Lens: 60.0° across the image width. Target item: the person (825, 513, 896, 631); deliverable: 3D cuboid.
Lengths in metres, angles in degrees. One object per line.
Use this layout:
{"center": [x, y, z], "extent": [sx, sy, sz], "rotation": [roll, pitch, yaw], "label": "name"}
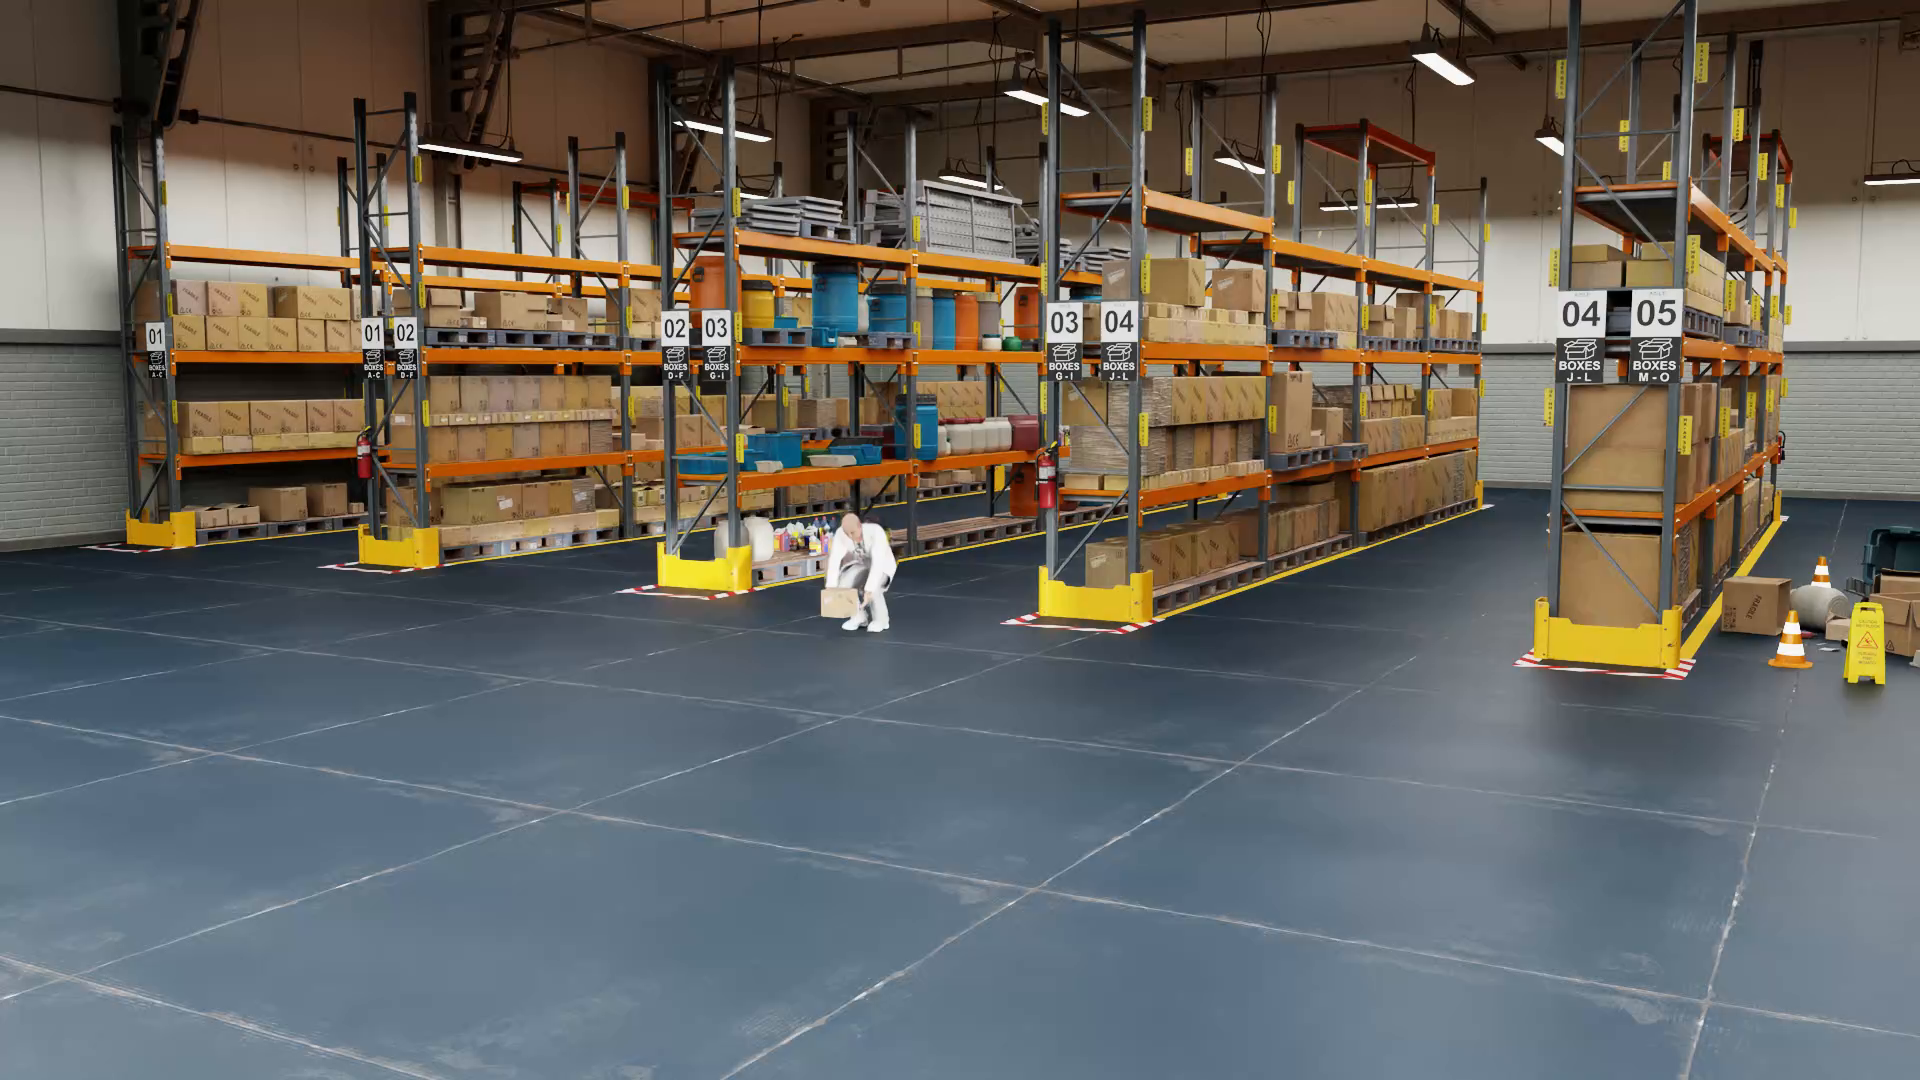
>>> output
{"center": [-0.923, 0.309, 16.122], "extent": [0.625, 1.154, 0.836], "rotation": [3, 7, 28], "label": "person"}
